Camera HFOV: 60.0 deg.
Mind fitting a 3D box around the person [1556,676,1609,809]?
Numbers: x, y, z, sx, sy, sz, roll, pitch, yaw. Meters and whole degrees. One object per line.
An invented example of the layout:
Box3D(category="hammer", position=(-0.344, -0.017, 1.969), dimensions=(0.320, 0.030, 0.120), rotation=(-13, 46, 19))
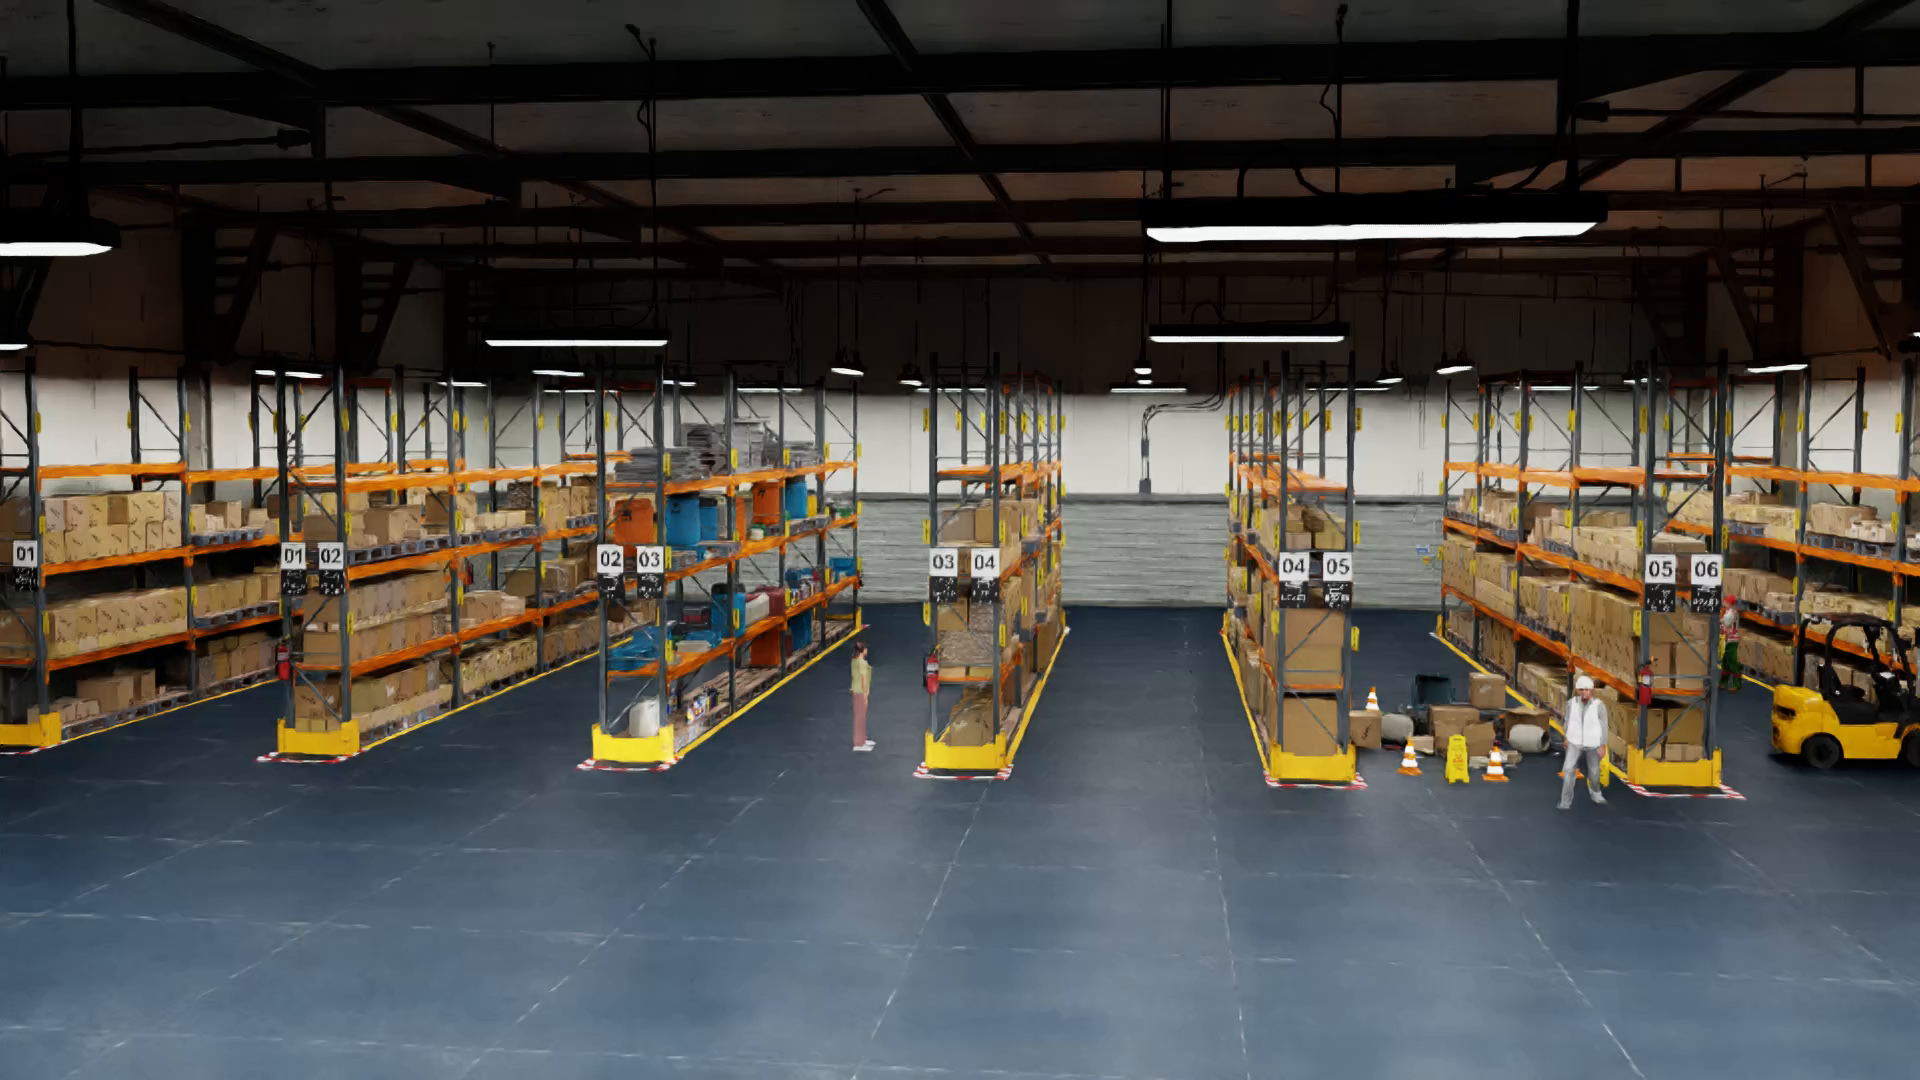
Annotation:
Box3D(category="person", position=(8.107, 2.617, 21.582), dimensions=(0.577, 1.732, 0.954), rotation=(2, 5, 30))

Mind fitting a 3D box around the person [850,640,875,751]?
Box3D(category="person", position=(-1.475, 2.356, 25.402), dimensions=(0.440, 1.675, 0.498), rotation=(-2, 4, -25))

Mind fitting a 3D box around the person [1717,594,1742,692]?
Box3D(category="person", position=(14.304, 1.903, 31.027), dimensions=(0.578, 1.785, 0.664), rotation=(2, 5, 28))
